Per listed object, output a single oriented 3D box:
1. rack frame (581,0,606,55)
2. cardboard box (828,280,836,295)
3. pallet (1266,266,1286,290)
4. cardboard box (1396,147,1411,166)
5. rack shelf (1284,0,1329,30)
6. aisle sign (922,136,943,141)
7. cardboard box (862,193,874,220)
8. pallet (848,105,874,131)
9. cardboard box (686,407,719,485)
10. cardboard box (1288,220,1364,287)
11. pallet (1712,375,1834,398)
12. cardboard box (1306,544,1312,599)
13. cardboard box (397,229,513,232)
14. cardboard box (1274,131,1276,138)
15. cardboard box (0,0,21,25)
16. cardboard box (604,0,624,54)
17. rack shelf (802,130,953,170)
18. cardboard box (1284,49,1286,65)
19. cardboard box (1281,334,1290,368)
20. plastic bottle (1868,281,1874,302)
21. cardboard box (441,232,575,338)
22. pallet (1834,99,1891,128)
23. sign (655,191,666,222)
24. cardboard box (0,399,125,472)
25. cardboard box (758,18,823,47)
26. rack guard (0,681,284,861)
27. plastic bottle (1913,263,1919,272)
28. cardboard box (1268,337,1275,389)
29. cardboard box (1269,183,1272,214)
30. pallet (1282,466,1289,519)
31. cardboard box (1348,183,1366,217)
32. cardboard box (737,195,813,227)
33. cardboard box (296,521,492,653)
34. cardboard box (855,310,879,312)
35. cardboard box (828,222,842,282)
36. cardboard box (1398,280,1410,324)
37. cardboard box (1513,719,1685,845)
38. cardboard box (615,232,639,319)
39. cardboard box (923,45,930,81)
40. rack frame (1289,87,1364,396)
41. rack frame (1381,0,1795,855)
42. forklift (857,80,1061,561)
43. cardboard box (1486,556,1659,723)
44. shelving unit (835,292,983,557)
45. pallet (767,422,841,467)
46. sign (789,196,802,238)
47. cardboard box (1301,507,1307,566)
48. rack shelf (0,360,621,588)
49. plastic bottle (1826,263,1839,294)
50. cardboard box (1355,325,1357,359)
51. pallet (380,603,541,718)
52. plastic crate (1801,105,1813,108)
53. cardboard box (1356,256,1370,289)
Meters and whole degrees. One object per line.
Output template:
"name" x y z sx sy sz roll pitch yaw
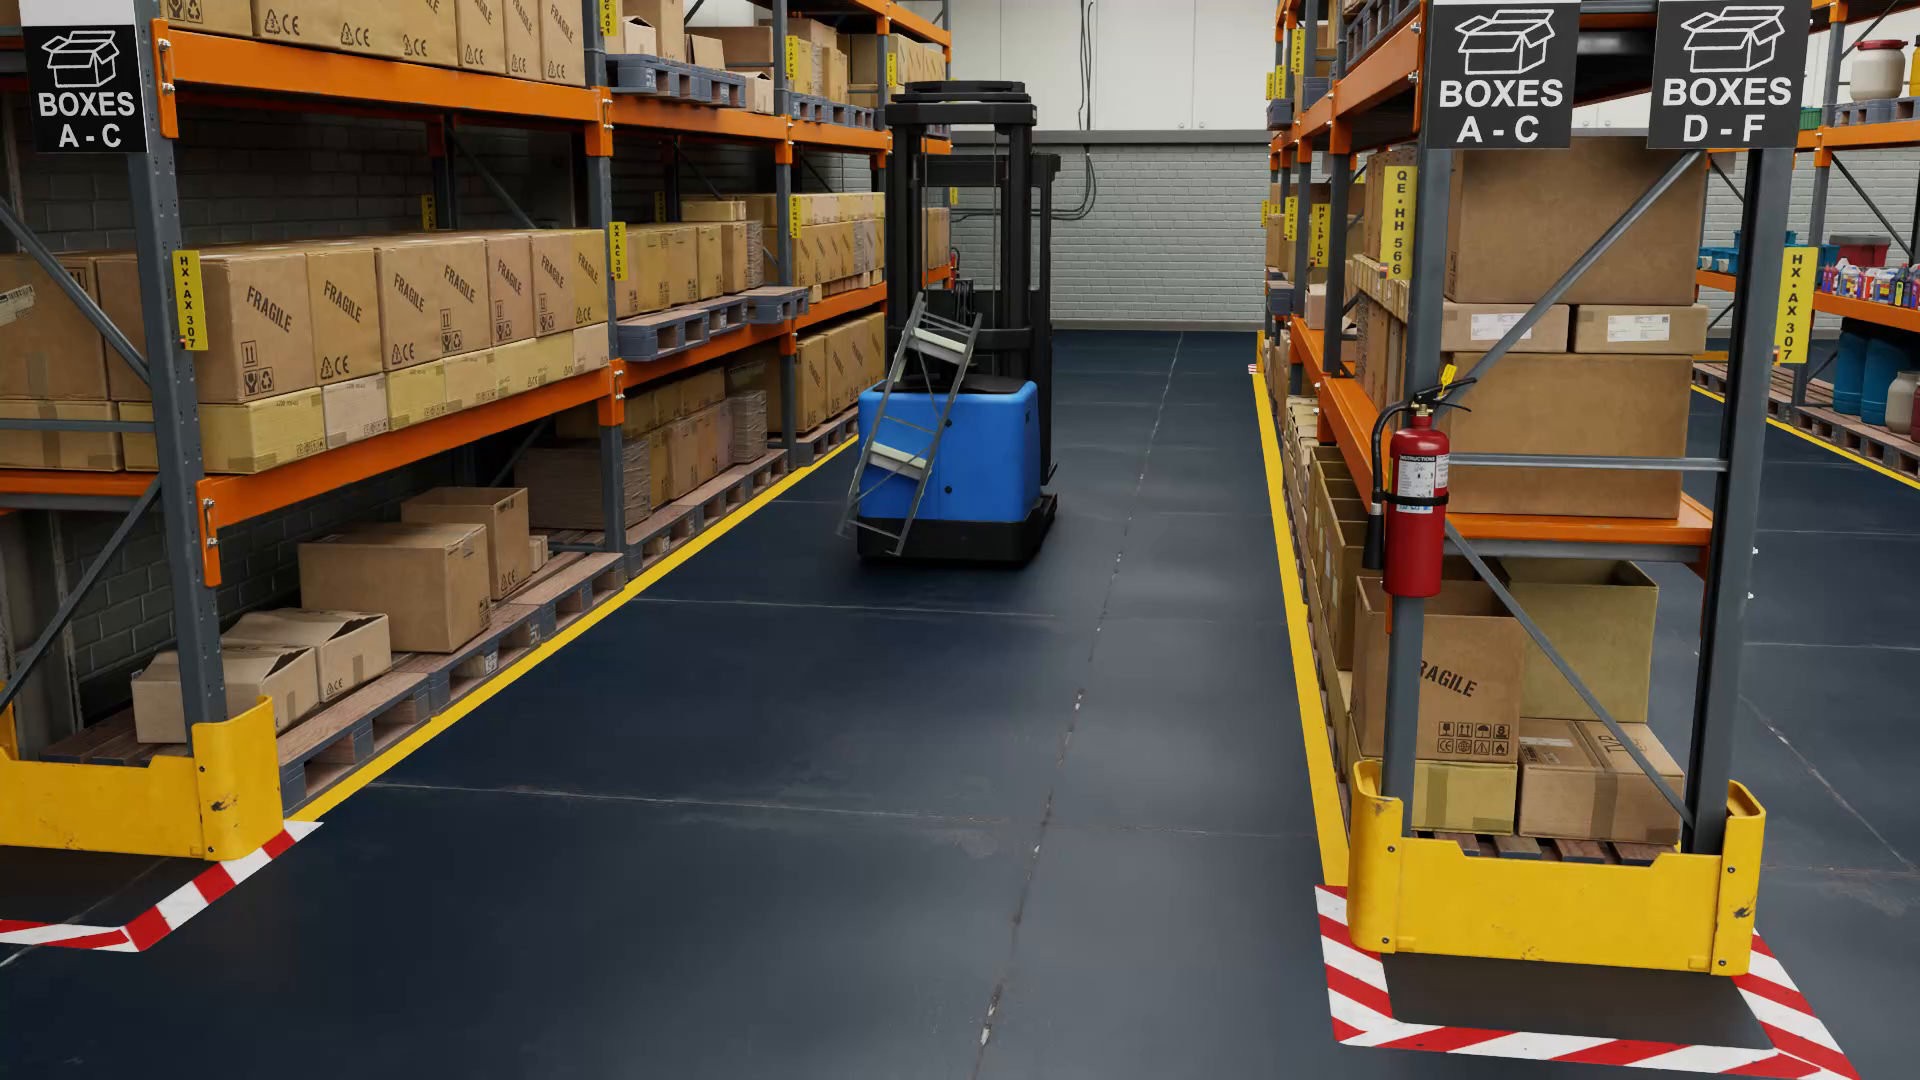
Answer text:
"rack frame" -2.462 -4.149 8.884 1.000 3.000 0.127 2 12 9
"cardboard box" -1.342 -2.316 15.171 0.380 0.149 0.250 2 12 9
"pallet" 3.433 -2.465 15.767 1.003 0.211 1.213 2 12 9
"cardboard box" 2.140 -1.333 6.744 0.700 0.500 0.500 2 12 9
"rack shelf" 3.356 -4.691 14.056 1.077 0.370 4.000 2 12 9
"aisle sign" -0.309 -4.990 20.858 0.394 0.787 0.004 2 12 9
"cardboard box" -1.138 -3.240 16.138 0.500 0.250 0.500 2 12 10
"pallet" -1.324 -4.062 16.055 0.805 0.209 1.217 1 12 6
"cardboard box" -2.148 -0.682 11.929 0.700 0.500 0.500 2 12 8
"cardboard box" 3.034 -2.278 13.209 0.700 0.500 0.500 -2 12 -10
"pallet" 8.818 -1.606 17.946 1.003 0.211 1.213 2 12 9
"cardboard box" 2.063 0.169 8.618 0.500 0.250 0.500 2 12 9
"cardboard box" -2.740 -1.428 9.028 0.500 0.500 0.500 2 12 7
"cardboard box" 3.784 -4.641 18.644 0.500 0.250 0.500 2 12 9
"cardboard box" -3.263 -2.003 5.765 0.500 0.500 0.500 3 12 13
"cardboard box" -2.299 -3.048 9.661 0.500 0.500 0.500 4 13 17
"rack shelf" -0.924 -4.412 18.935 1.077 0.370 4.000 2 12 9
"cardboard box" 4.056 -5.350 18.965 0.700 0.500 0.500 2 12 9
"cardboard box" 3.118 -1.676 14.759 0.500 0.250 0.500 2 12 8
"plastic bottle" 7.923 -2.163 14.383 0.097 0.201 0.097 0 12 0
"cardboard box" -2.300 -1.307 8.465 0.500 0.500 0.500 2 12 8
"pallet" 8.534 -3.768 14.686 1.213 0.211 1.003 2 12 9
"sign" -2.395 -2.632 13.338 0.100 0.325 0.005 2 12 9
"cardboard box" -3.196 -0.423 6.147 0.500 0.250 0.500 2 12 9
"cardboard box" -1.566 -4.684 15.426 0.500 0.250 0.500 1 12 7
"rack guard" -3.065 0.823 5.989 1.175 0.500 0.348 2 12 9
"plastic bottle" 8.597 -2.339 14.844 0.144 0.351 0.185 2 12 9
"cardboard box" 3.471 -1.843 17.312 0.500 0.500 0.500 2 12 9
"cardboard box" 3.950 -4.008 19.861 0.500 0.500 0.500 2 12 10
"pallet" 2.884 -0.356 12.143 1.003 0.211 1.213 2 12 9
"cardboard box" 4.015 -3.348 16.799 0.500 0.500 0.500 2 12 10
"cardboard box" -1.517 -2.712 13.684 0.500 0.250 0.500 2 12 10
"cardboard box" -2.632 0.213 7.776 0.700 0.500 0.500 1 12 5
"cardboard box" -1.036 -2.581 19.248 0.380 0.149 0.250 2 12 8
"cardboard box" -1.352 -2.558 14.750 0.500 0.500 0.500 2 12 8
"cardboard box" 1.848 -0.890 6.226 0.380 0.149 0.250 2 12 10
"cardboard box" 2.121 0.811 5.641 0.500 0.250 0.500 2 12 9
"cardboard box" -2.350 -1.585 9.946 0.700 0.500 0.500 2 12 9
"cardboard box" -0.619 -5.354 18.938 0.500 0.500 0.500 1 12 6
"rack frame" 3.049 -1.889 12.639 1.000 3.000 0.127 2 12 9
"rack frame" 1.819 -0.224 4.911 1.000 3.000 0.127 2 12 9
"forklift" 0.092 -1.564 11.294 1.130 2.935 3.031 2 12 8
"cardboard box" 2.196 0.340 6.045 0.500 0.500 0.500 2 12 9
"shelving unit" -0.298 -0.698 10.105 0.431 1.500 0.755 19 4 -1
"pallet" -1.651 -0.847 14.424 1.003 0.211 1.213 2 12 9
"sign" -1.309 -2.560 13.194 0.100 0.325 0.005 2 12 9
"cardboard box" 2.211 -0.013 9.464 0.500 0.250 0.500 2 12 8
"rack shelf" -2.769 -0.448 7.660 1.077 0.370 4.000 2 12 9
"plastic bottle" 8.059 -2.413 15.347 0.061 0.283 0.133 2 12 9
"cardboard box" 2.466 -1.087 9.273 0.500 0.250 0.500 3 12 12
"pallet" -2.715 0.543 7.974 1.003 0.211 1.213 2 12 9
"plastic crate" 8.527 -4.350 17.220 0.437 0.282 0.530 2 12 9
"cardboard box" 2.163 -1.320 8.223 0.380 0.149 0.250 2 12 9
